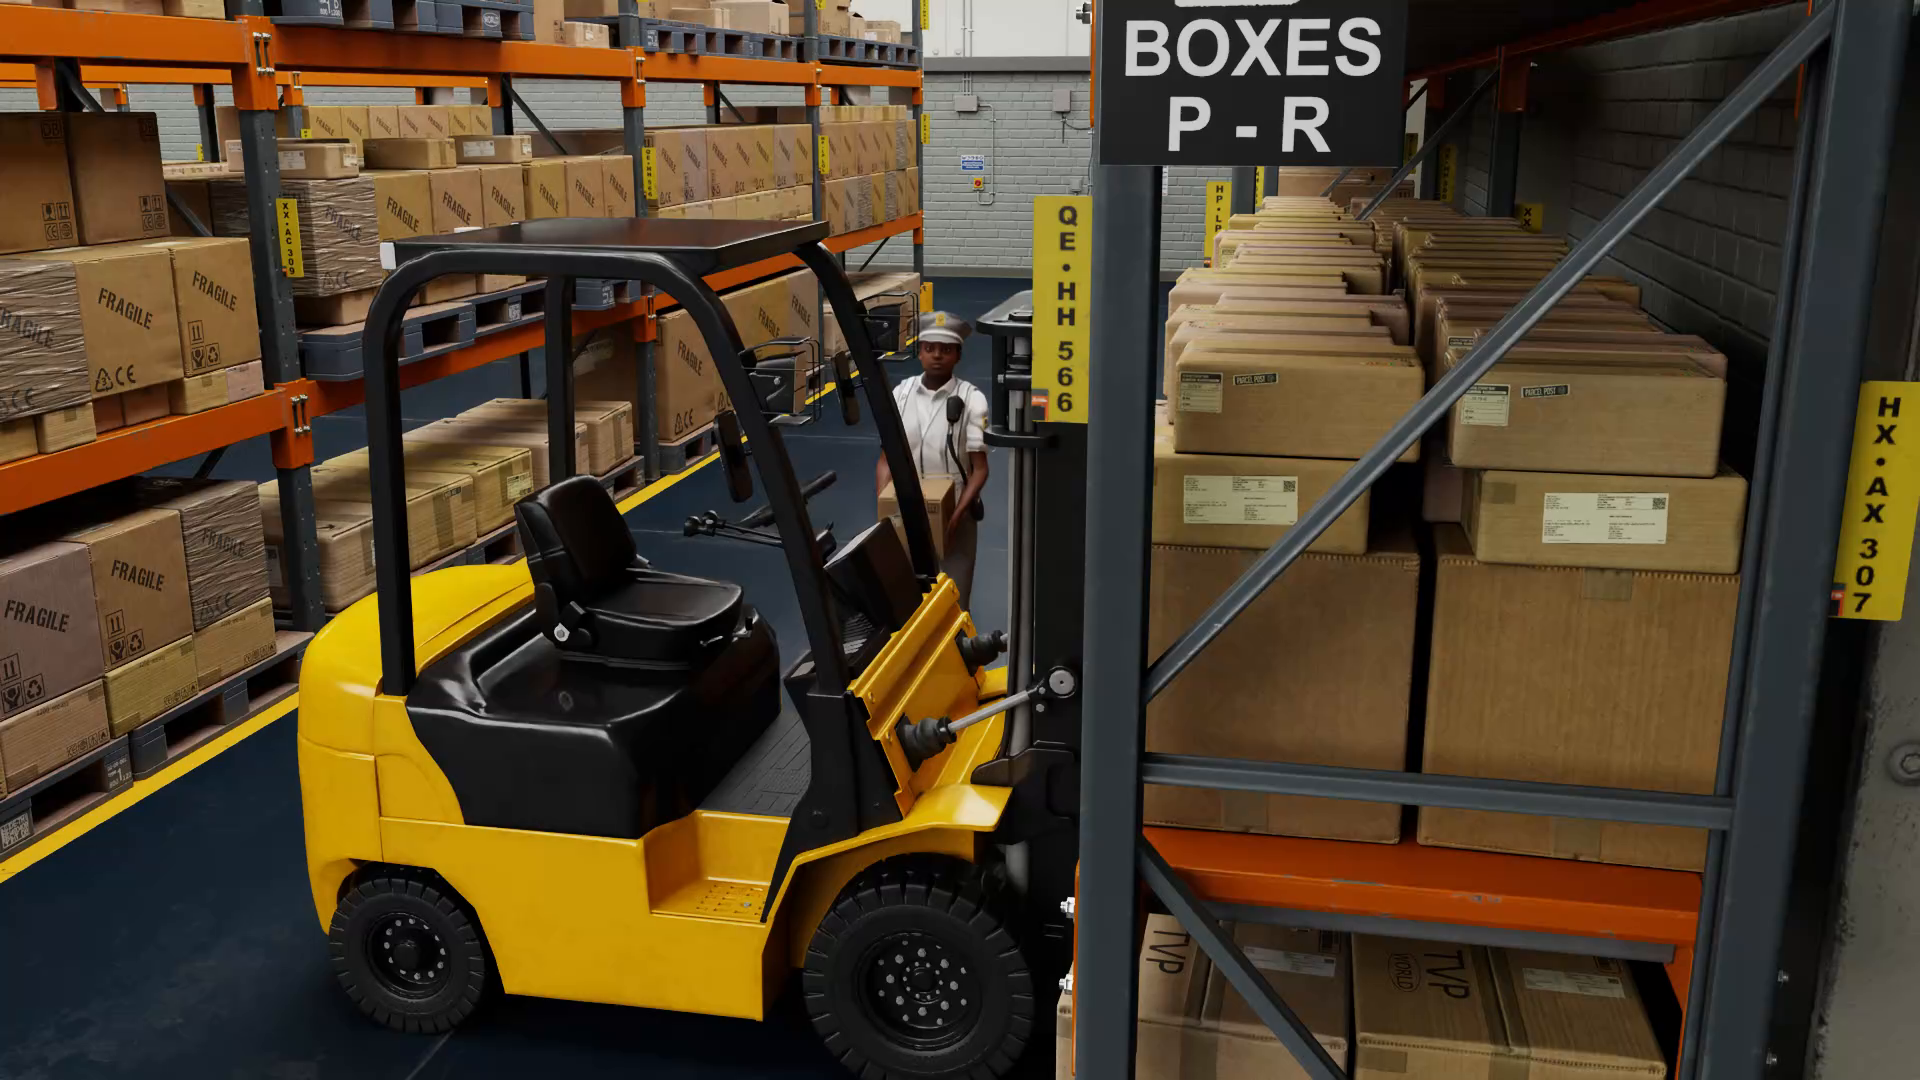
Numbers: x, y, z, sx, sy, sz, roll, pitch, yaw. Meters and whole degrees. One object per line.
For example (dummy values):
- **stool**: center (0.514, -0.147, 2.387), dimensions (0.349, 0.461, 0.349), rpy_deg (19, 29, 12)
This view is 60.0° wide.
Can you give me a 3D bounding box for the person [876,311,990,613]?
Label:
- **person**: center (-0.122, -0.058, 6.655), dimensions (0.471, 1.702, 0.522), rpy_deg (3, 15, 11)
